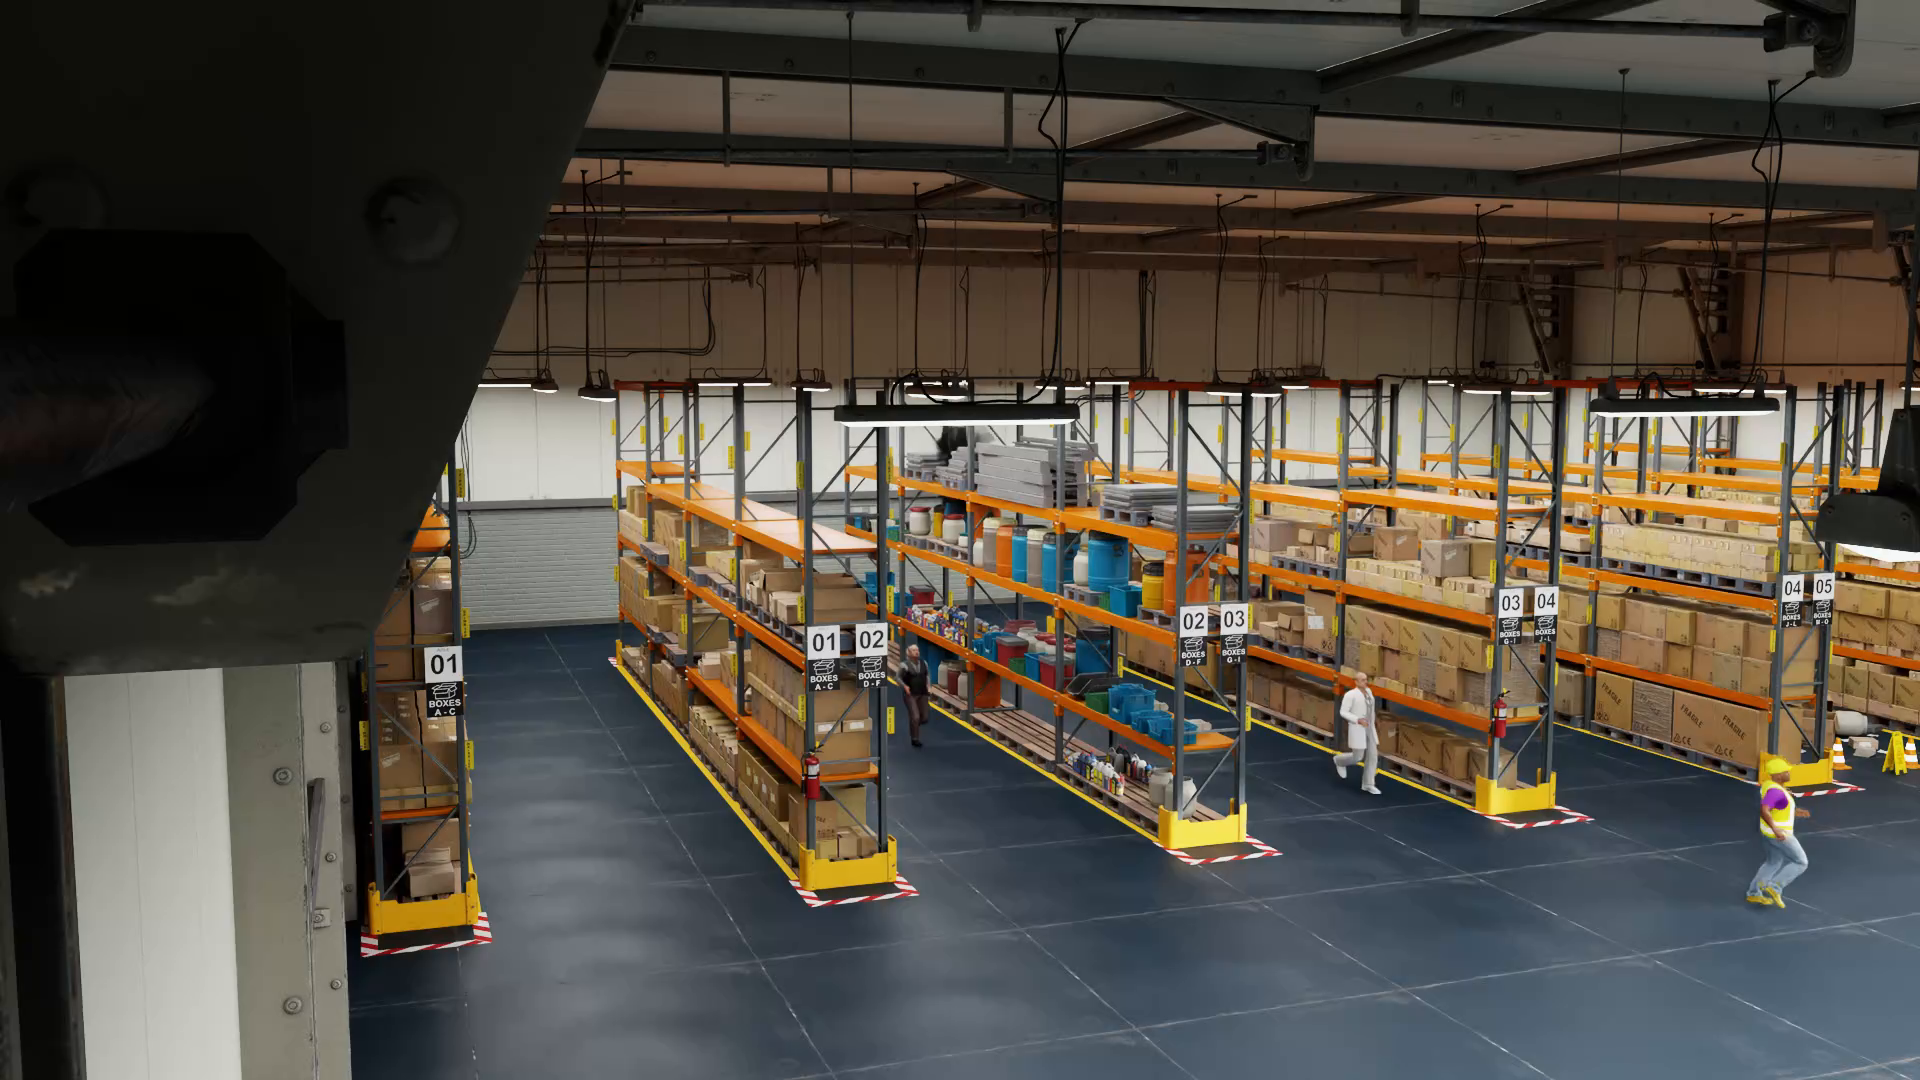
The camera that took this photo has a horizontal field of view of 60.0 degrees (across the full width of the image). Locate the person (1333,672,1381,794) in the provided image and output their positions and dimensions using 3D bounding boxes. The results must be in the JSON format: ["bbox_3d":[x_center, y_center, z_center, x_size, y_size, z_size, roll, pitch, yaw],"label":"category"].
[{"bbox_3d":[5.959,2.842,24.754,0.709,1.762,0.945,-3,7,-27],"label":"person"}]

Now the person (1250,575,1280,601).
[{"bbox_3d":[6.730,1.595,36.700,0.712,1.759,0.744,-2,6,-18],"label":"person"}]

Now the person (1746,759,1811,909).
[{"bbox_3d":[9.551,3.409,19.345,0.668,1.734,0.687,1,6,10],"label":"person"}]

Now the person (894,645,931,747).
[{"bbox_3d":[-0.769,2.575,27.673,0.659,1.673,0.614,-3,7,-26],"label":"person"}]
